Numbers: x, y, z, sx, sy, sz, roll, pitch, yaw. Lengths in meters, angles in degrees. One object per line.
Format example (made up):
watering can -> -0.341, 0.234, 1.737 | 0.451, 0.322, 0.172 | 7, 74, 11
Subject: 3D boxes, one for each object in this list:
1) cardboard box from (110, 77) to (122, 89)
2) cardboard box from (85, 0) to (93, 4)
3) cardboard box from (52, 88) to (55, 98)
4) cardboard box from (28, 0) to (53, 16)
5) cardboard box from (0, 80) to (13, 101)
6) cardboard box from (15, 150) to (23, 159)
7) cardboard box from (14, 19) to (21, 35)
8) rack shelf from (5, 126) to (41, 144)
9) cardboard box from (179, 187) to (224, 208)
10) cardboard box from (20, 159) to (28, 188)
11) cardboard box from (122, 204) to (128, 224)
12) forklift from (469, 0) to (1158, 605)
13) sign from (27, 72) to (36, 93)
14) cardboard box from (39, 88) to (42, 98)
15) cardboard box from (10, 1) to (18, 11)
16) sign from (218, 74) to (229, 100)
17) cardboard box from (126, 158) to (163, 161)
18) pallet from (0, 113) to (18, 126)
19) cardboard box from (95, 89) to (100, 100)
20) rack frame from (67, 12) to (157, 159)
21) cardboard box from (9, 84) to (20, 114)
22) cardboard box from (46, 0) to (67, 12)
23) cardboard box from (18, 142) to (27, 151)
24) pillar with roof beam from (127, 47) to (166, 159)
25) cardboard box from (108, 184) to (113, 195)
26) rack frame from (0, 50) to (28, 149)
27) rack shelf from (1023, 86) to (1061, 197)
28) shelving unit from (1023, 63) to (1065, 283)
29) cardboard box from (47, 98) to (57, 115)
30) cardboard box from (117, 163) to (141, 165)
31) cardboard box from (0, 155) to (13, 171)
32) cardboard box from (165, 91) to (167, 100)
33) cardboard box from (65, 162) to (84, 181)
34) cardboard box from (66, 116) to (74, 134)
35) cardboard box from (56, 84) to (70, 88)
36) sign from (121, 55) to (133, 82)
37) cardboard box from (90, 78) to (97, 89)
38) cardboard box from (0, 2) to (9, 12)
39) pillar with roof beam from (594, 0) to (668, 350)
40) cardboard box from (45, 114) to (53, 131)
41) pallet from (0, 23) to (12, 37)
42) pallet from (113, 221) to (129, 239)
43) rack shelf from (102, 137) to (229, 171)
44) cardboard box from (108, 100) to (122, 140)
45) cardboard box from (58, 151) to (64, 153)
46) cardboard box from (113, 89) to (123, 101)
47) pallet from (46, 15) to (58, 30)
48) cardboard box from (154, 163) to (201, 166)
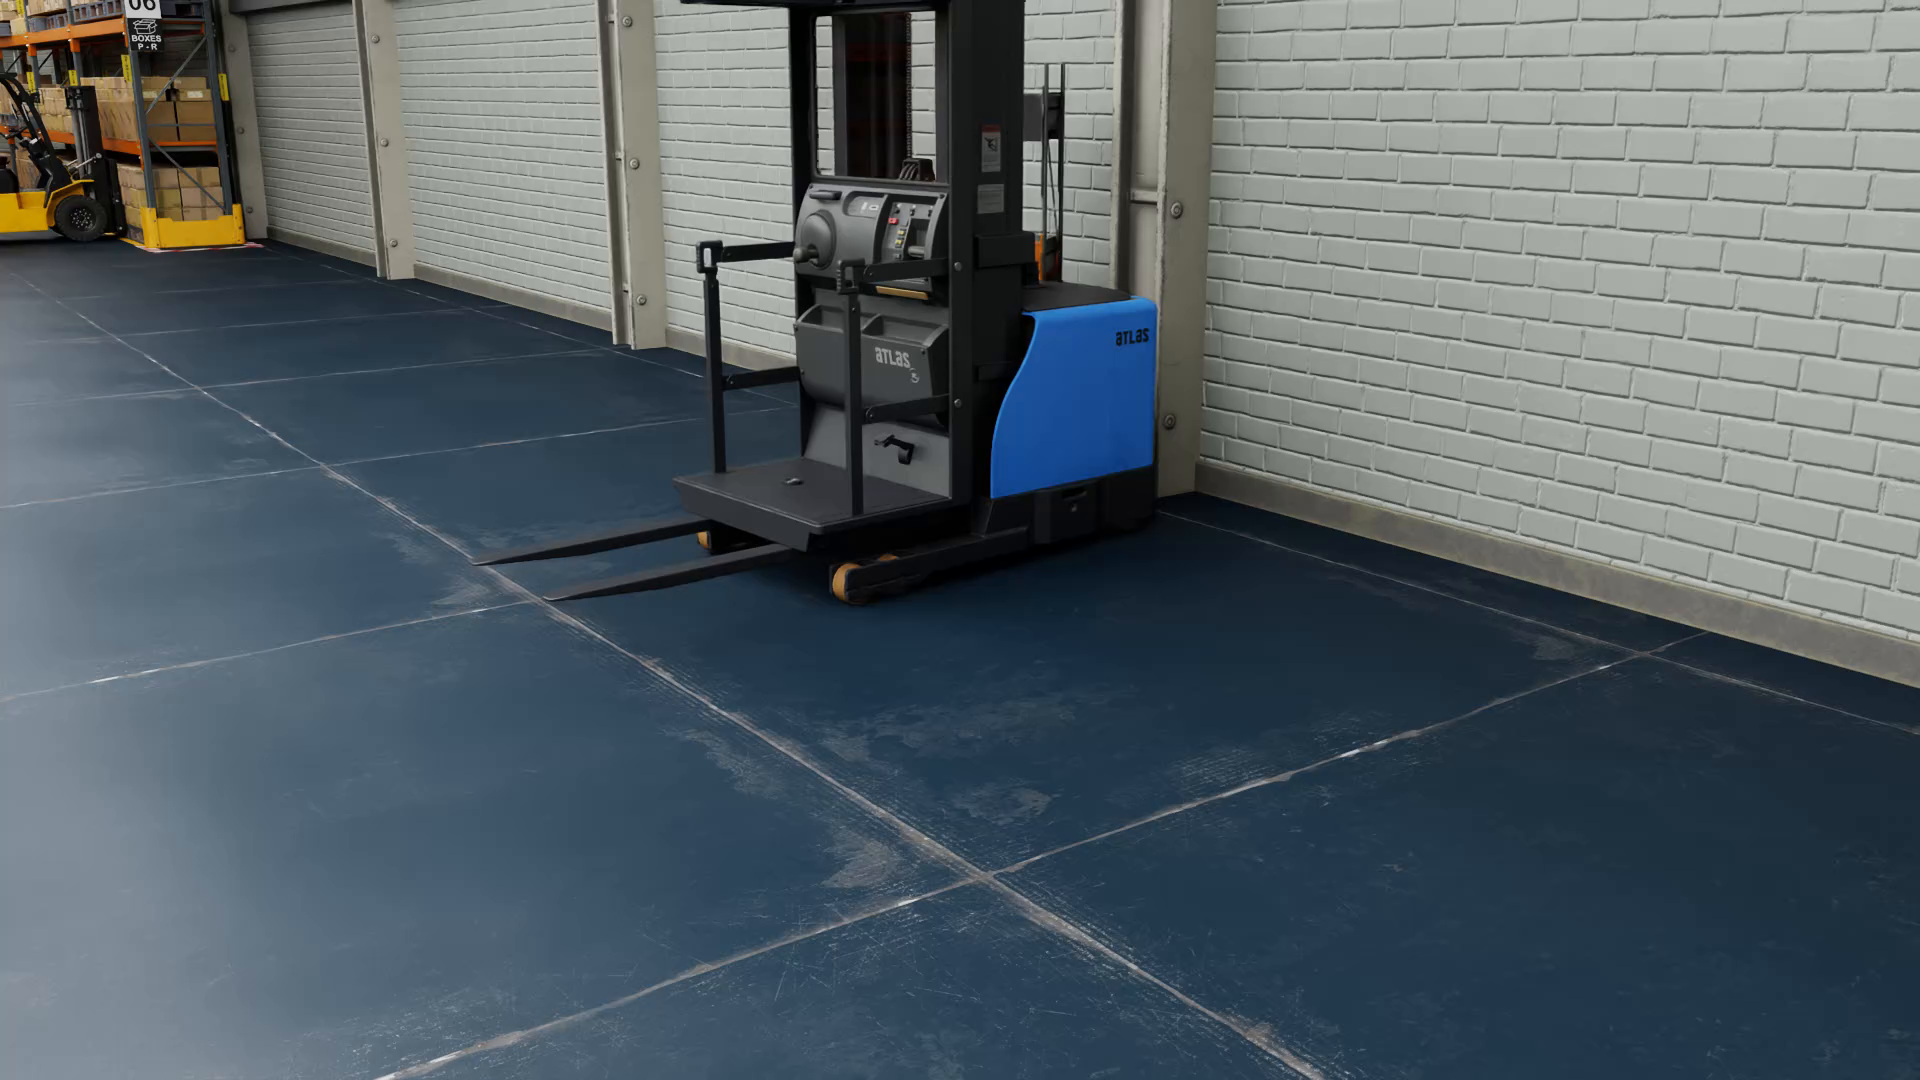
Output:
cardboard box -> -10.974, -6.028, 21.937 | 0.380, 0.149, 0.250 | -10, 18, -33
cardboard box -> -11.642, -7.400, 22.518 | 0.396, 0.266, 0.258 | -11, 19, -36
cardboard box -> -13.905, -6.959, 25.901 | 0.380, 0.149, 0.250 | -10, 18, -33
cardboard box -> -14.393, -8.539, 26.235 | 0.500, 0.500, 0.500 | -11, 19, -34
cardboard box -> -18.394, -8.668, 31.862 | 0.500, 0.500, 0.500 | -10, 18, -33
cardboard box -> -16.978, -7.031, 30.295 | 0.380, 0.149, 0.250 | -10, 18, -32
cardboard box -> -15.416, -8.539, 27.695 | 0.500, 0.250, 0.500 | -11, 19, -34
rack shelf -> -15.797, -7.065, 29.072 | 1.077, 0.370, 4.000 | -11, 19, -35
cardboard box -> -10.026, -4.527, 21.901 | 0.500, 0.250, 0.500 | -10, 18, -34
cardboard box -> -16.550, -6.586, 29.897 | 0.500, 0.500, 0.500 | -11, 19, -35
cardboard box -> -11.021, -4.421, 22.458 | 0.500, 0.250, 0.500 | -11, 19, -34
forklift -> -0.538, -1.311, 6.813 | 3.031, 2.935, 1.130 | -13, 20, -39
sign -> -15.055, -7.419, 26.959 | 0.100, 0.325, 0.005 | -11, 19, -35
cardboard box -> -14.672, -7.233, 26.902 | 0.380, 0.149, 0.250 | -10, 18, -33
cardboard box -> -15.676, -8.947, 27.865 | 0.380, 0.149, 0.250 | -11, 19, -36
sign -> -9.465, -5.818, 21.360 | 0.100, 0.325, 0.005 | -11, 19, -35
cardboard box -> -11.824, -5.415, 24.197 | 0.500, 0.250, 0.500 | -10, 18, -33
pallet -> -16.592, -7.559, 29.877 | 1.003, 0.211, 1.213 | -11, 19, -35
cardboard box -> -11.727, -6.157, 22.970 | 0.380, 0.149, 0.250 | -11, 19, -35
rack frame -> -12.269, -6.131, 24.296 | 1.000, 3.000, 0.127 | -11, 19, -35
cardboard box -> -16.104, -7.674, 28.948 | 0.700, 0.500, 0.500 | -11, 19, -35
cardboard box -> -13.344, -8.066, 24.868 | 0.500, 0.311, 0.500 | -12, 19, -36
cardboard box -> -16.786, -7.127, 30.080 | 0.380, 0.149, 0.250 | -12, 19, -37
pillar with roof beam -> -16.608, -9.072, 23.677 | 9.100, 9.000, 0.400 | -11, 19, -35
cardboard box -> -11.355, -4.773, 22.799 | 0.500, 0.250, 0.500 | -11, 19, -35
rack frame -> -19.325, -8.694, 33.658 | 1.000, 3.000, 0.127 | -11, 19, -35
rack shelf -> 0.228, -1.984, 8.248 | 0.480, 0.518, 0.431 | 4, 16, 15
shelving unit -> 0.228, -1.322, 8.429 | 0.503, 2.100, 0.431 | 4, 16, 15
cardboard box -> -13.972, -6.800, 26.075 | 0.500, 0.250, 0.500 | -11, 19, -36
cardboard box -> -11.342, -5.009, 22.715 | 0.500, 0.250, 0.500 | -11, 19, -36
cardboard box -> -17.961, -7.135, 31.902 | 0.700, 0.500, 0.500 | -12, 19, -37
cardboard box -> -10.248, -5.849, 21.846 | 0.380, 0.149, 0.250 | -11, 19, -36
cardboard box -> -13.479, -5.625, 26.149 | 0.875, 0.625, 0.625 | -12, 19, -37
cardboard box -> -13.078, -6.232, 24.949 | 0.500, 0.250, 0.500 | -11, 19, -35
cardboard box -> -14.798, -7.370, 27.838 | 0.500, 0.500, 0.500 | -10, 18, -32
sign -> -10.365, -5.869, 20.694 | 0.100, 0.325, 0.005 | -11, 19, -35
cardboard box -> -11.870, -6.356, 23.135 | 0.380, 0.149, 0.250 | -10, 18, -33
cardboard box -> -16.199, -9.108, 28.416 | 0.380, 0.149, 0.250 | -11, 19, -34
pillar with roof beam -> -6.025, -5.229, 9.633 | 9.100, 9.000, 0.400 | -11, 19, -35
cardboard box -> -14.266, -6.672, 26.556 | 0.500, 0.250, 0.500 | -11, 19, -36
pallet -> -16.034, -8.825, 28.810 | 1.213, 0.211, 1.003 | -11, 19, -35
pallet -> -11.114, -4.349, 23.067 | 1.003, 0.211, 1.213 | -11, 19, -35
rack shelf -> -11.094, -5.357, 22.830 | 1.077, 0.370, 4.000 | -11, 19, -35
cardboard box -> -11.018, -5.611, 22.206 | 0.500, 0.500, 0.500 | -11, 19, -36
cardboard box -> -15.924, -6.892, 29.785 | 0.380, 0.149, 0.250 | -10, 18, -33
cardboard box -> -10.957, -5.888, 21.989 | 0.380, 0.149, 0.250 | -12, 19, -36
pallet -> -13.490, -7.972, 25.696 | 1.003, 0.211, 1.213 | -10, 18, -32
cardboard box -> -10.629, -4.982, 22.617 | 0.500, 0.250, 0.500 | -11, 19, -35
